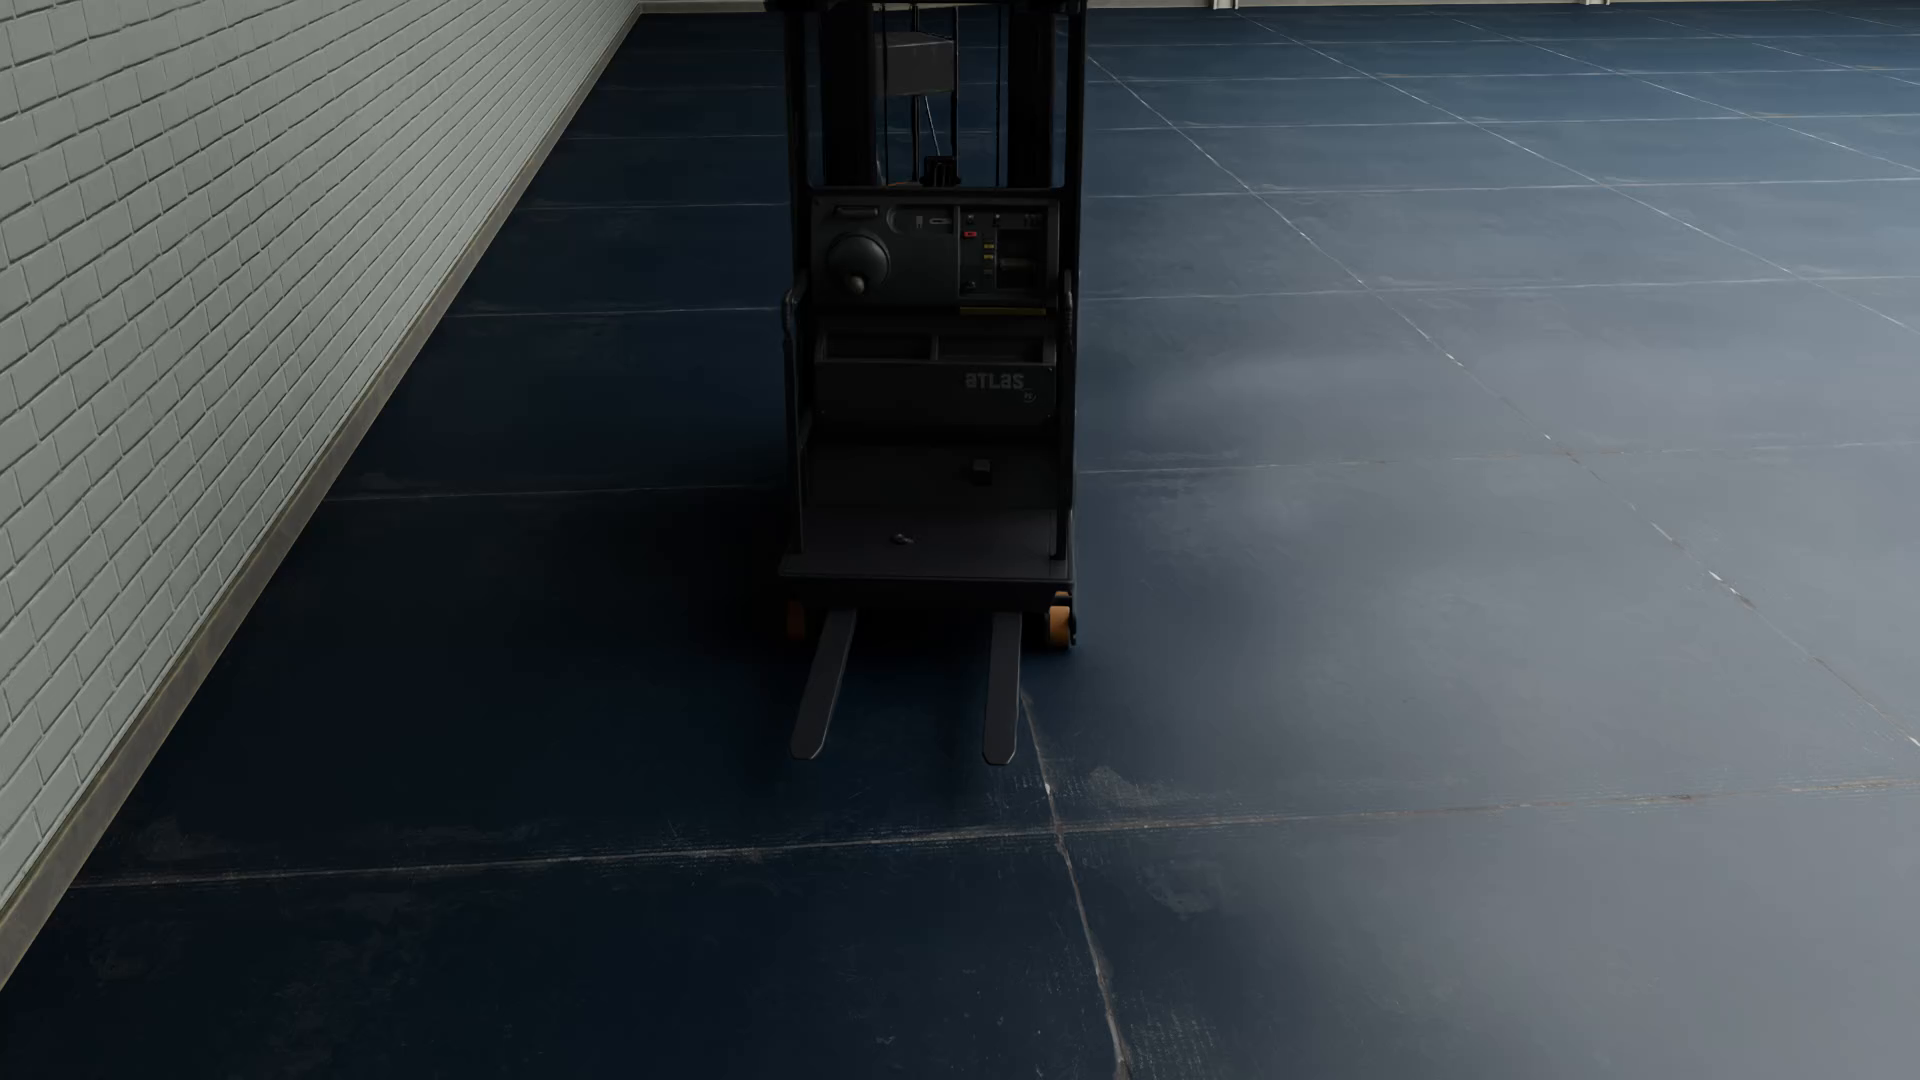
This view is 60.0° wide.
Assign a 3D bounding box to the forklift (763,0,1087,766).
[{"bbox_3d":[-0.103,-1.063,6.033,1.130,2.935,3.031,1,24,3],"label":"forklift"}]

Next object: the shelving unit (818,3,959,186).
[{"bbox_3d":[-0.323,-1.444,7.913,0.503,2.100,0.431,-14,28,-29],"label":"shelving unit"}]

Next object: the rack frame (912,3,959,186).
[{"bbox_3d":[-0.115,-1.495,8.029,0.015,2.100,0.400,-14,28,-29],"label":"rack frame"}]

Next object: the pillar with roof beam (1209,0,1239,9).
[{"bbox_3d":[4.526,-10.667,20.170,0.400,9.000,9.100,-2,24,-5],"label":"pillar with roof beam"}]

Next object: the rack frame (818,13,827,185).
[{"bbox_3d":[-0.531,-1.392,7.796,0.015,2.100,0.400,-14,28,-29],"label":"rack frame"}]

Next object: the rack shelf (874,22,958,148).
[{"bbox_3d":[-0.323,-2.071,7.634,0.480,0.518,0.431,-14,28,-29],"label":"rack shelf"}]

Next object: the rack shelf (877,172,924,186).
[{"bbox_3d":[-0.323,-1.431,7.918,0.480,0.518,0.431,-14,28,-29],"label":"rack shelf"}]

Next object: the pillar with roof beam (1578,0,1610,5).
[{"bbox_3d":[10.497,-10.907,20.709,0.400,9.000,9.100,-2,24,-5],"label":"pillar with roof beam"}]
